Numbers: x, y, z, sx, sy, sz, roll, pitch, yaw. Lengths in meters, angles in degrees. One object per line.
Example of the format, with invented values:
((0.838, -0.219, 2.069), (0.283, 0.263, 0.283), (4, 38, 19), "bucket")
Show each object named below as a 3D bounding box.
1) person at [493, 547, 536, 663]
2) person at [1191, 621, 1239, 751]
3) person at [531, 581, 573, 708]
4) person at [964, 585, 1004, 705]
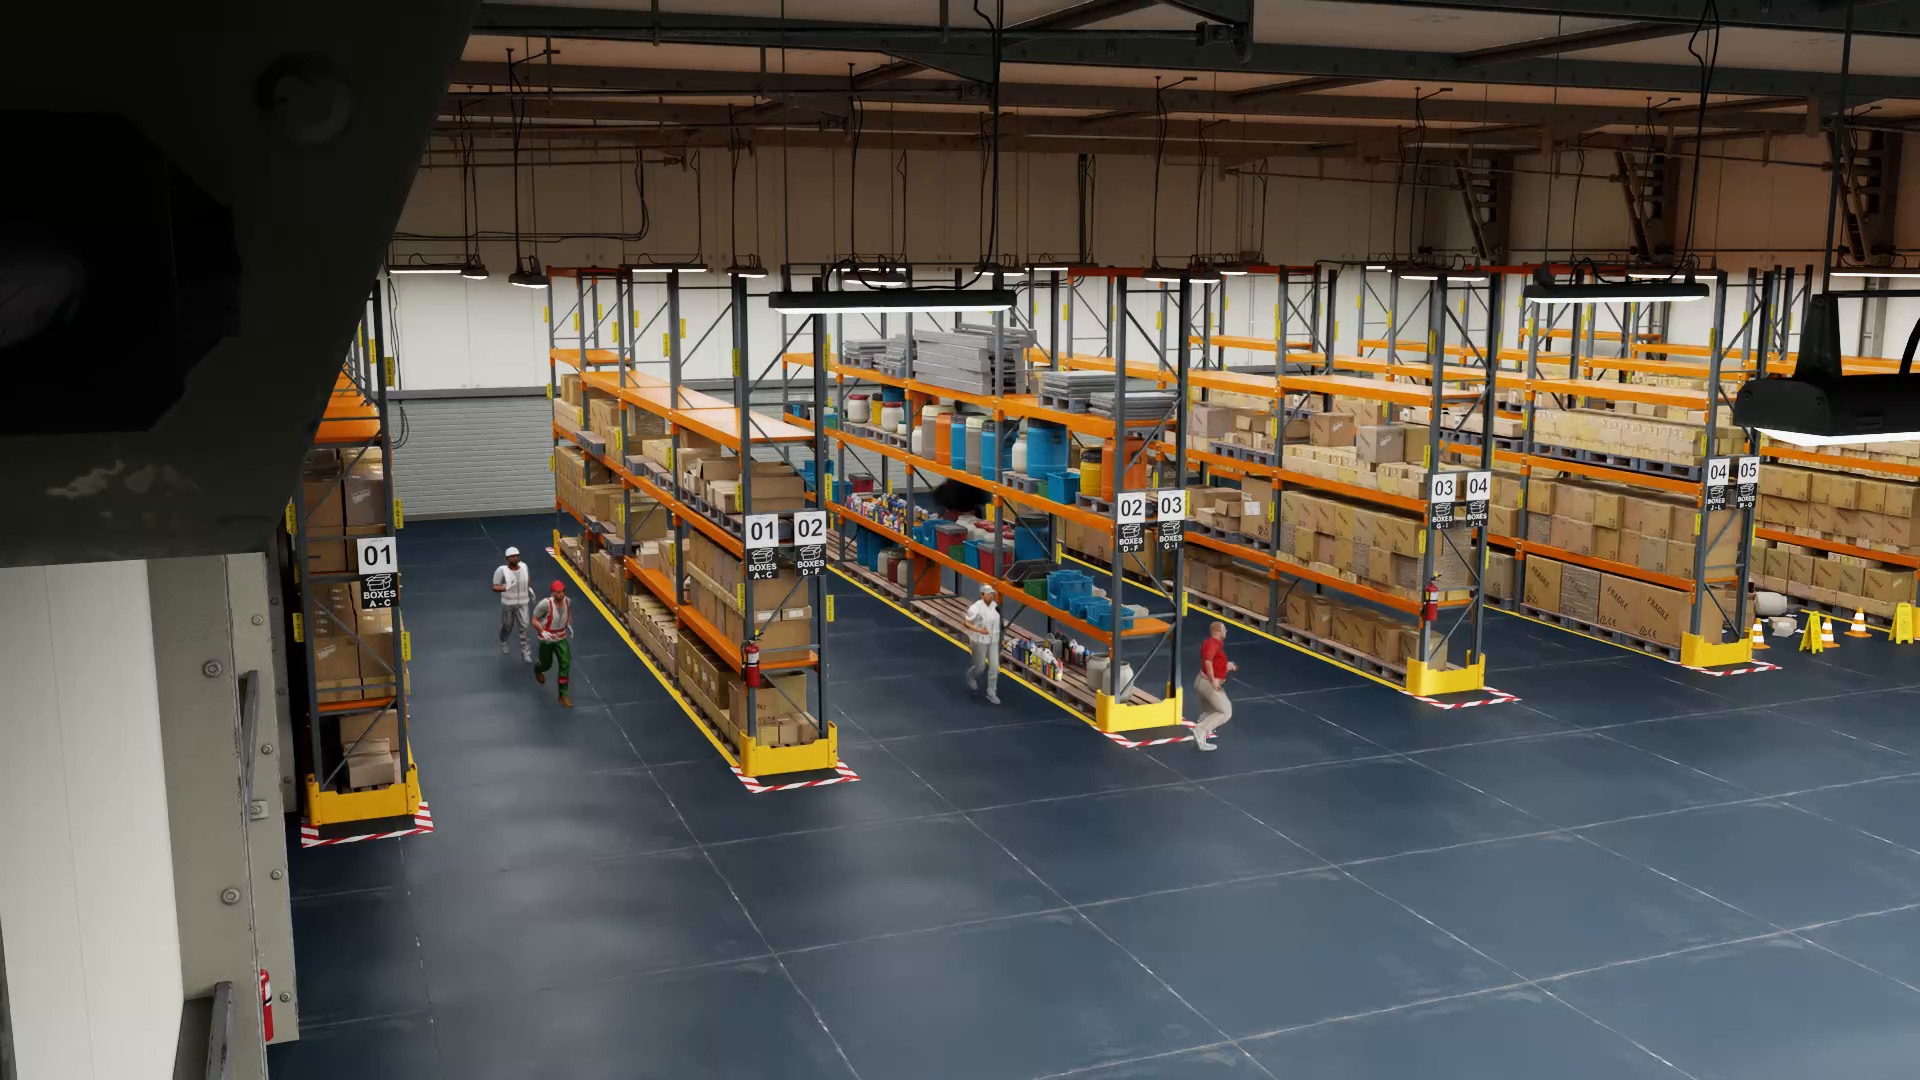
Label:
((-6.866, 0.976, 25.634), (0.687, 1.756, 1.034), (-6, 12, -33), "person")
((3.288, 1.856, 21.140), (0.625, 1.672, 0.669), (-1, 10, -7), "person")
((-5.772, 1.417, 23.526), (0.659, 1.772, 1.088), (-8, 13, -38), "person")
((0.324, 1.453, 23.623), (0.598, 1.676, 0.808), (-6, 11, -30), "person")
